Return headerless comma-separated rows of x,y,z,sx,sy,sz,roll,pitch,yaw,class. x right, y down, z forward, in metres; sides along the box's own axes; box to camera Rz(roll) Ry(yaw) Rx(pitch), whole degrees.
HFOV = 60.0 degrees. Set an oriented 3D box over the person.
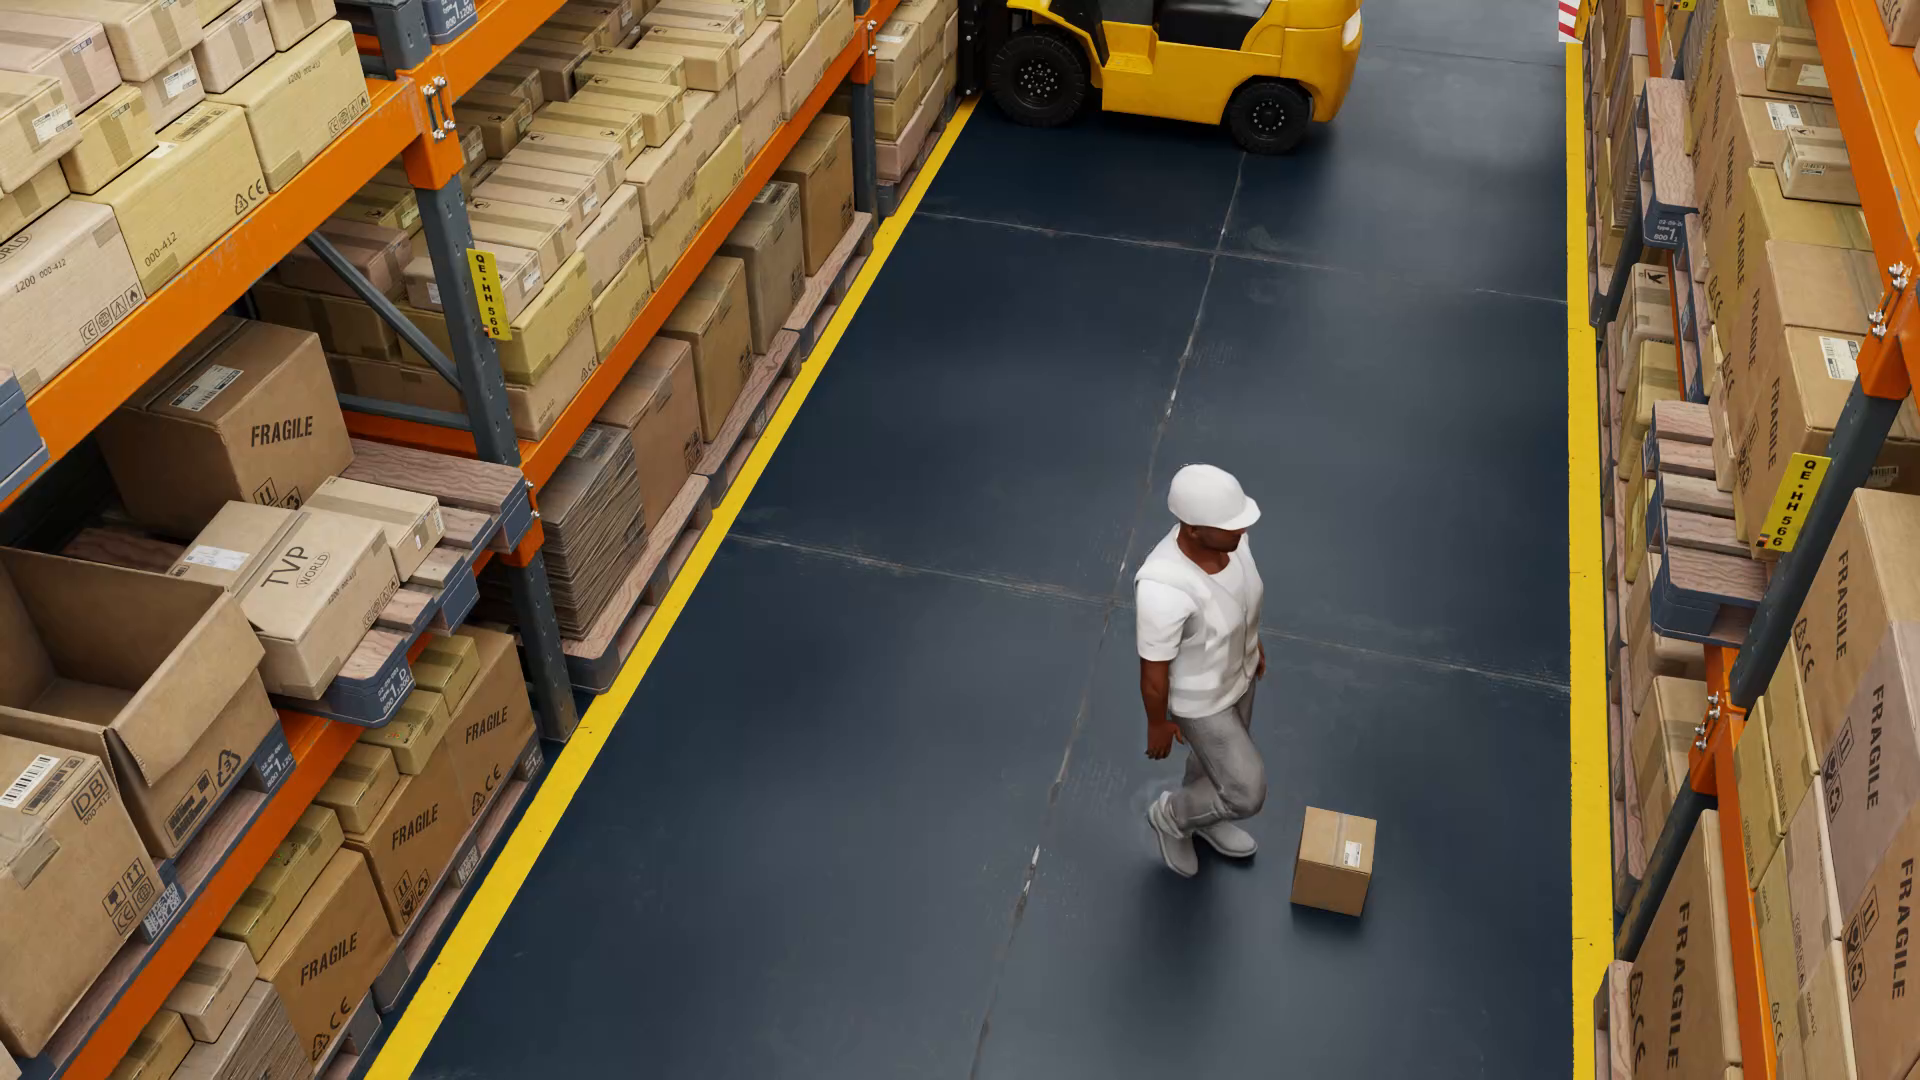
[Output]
0.862,0.481,5.559,0.516,1.763,0.607,22,45,23,person
